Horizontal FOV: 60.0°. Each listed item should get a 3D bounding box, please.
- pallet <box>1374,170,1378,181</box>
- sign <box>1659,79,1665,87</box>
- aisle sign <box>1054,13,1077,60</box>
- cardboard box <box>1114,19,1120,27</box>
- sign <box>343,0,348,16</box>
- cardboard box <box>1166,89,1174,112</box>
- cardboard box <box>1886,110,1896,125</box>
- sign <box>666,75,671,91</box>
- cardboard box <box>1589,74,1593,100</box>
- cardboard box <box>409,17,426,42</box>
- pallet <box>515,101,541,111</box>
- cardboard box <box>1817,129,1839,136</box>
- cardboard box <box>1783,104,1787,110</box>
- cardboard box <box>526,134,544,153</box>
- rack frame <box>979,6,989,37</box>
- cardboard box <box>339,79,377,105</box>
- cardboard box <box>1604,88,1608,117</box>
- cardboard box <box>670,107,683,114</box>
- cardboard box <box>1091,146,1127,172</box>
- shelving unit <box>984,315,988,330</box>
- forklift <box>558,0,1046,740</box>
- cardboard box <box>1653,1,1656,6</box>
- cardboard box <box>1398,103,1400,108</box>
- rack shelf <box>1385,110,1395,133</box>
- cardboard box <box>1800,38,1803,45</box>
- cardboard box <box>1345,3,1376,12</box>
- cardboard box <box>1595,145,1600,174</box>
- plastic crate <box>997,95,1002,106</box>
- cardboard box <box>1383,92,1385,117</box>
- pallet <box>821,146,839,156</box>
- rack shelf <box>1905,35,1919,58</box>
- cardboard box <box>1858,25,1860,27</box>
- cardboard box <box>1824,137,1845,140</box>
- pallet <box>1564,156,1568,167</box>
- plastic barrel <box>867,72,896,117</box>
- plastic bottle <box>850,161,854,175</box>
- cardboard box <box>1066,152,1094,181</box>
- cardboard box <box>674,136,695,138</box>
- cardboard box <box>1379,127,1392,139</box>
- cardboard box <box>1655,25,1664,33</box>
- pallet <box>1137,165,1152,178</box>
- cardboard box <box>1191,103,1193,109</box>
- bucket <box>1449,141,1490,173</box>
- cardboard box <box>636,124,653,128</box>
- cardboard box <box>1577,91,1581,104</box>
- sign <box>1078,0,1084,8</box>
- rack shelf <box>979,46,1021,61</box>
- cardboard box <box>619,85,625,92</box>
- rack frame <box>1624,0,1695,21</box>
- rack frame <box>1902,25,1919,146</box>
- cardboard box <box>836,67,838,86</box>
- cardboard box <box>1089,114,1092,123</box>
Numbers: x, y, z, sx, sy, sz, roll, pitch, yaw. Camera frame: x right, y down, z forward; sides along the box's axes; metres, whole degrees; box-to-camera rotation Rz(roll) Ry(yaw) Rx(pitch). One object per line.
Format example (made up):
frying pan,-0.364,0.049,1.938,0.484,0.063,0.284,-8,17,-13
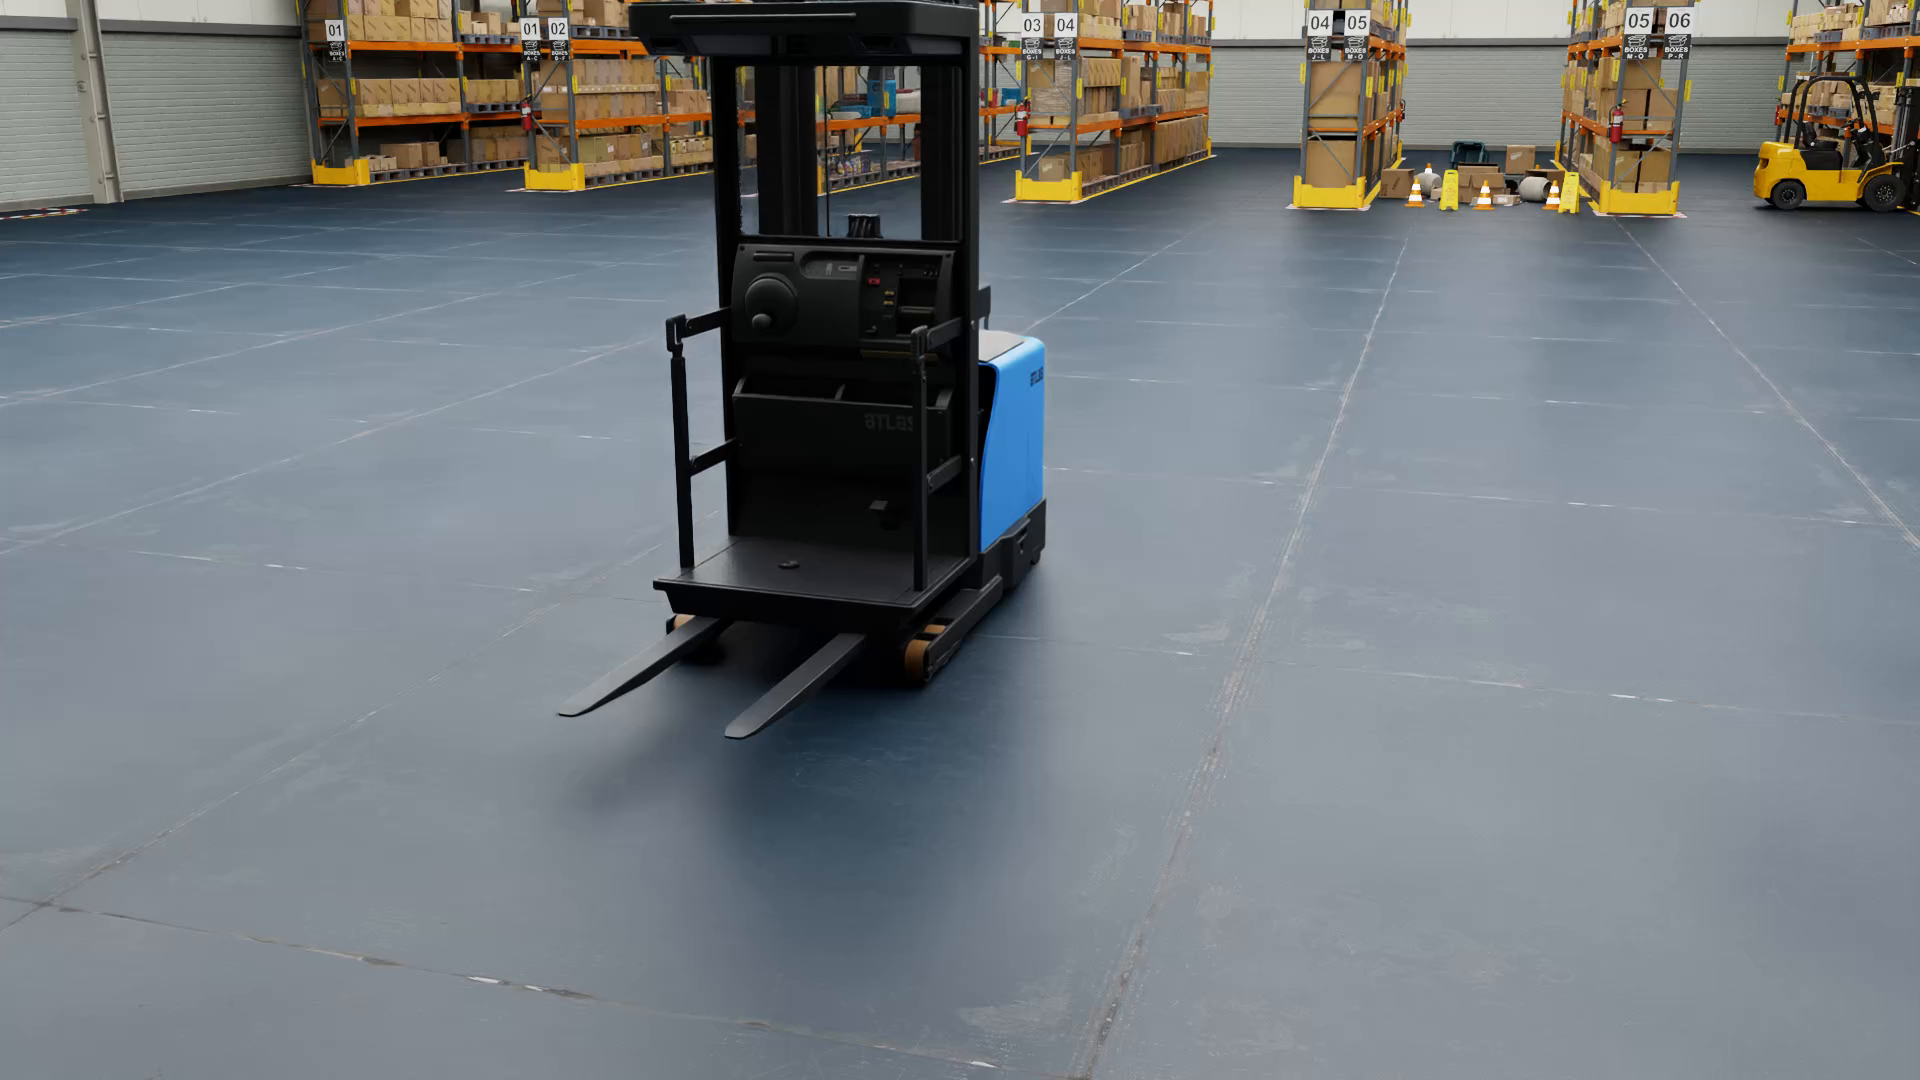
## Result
pallet,8.278,-7.702,35.097,1.003,0.211,1.213,5,16,16
sign,12.734,-8.216,30.214,0.100,0.325,0.005,5,16,16
aisle sign,1.844,-8.773,28.999,0.394,0.787,0.004,5,16,16
cardboard box,2.895,-10.064,32.361,0.380,0.149,0.250,5,17,18
sign,-12.153,-10.536,32.879,0.100,0.325,0.005,5,16,16
cardboard box,4.677,-10.209,38.643,0.500,0.500,0.500,5,16,16
cardboard box,16.864,-7.536,29.676,0.500,0.250,0.500,5,17,17
sign,-6.254,-9.790,35.615,0.100,0.325,0.005,5,16,16
cardboard box,12.858,-9.043,33.217,0.500,0.500,0.500,6,17,19
cardboard box,-11.720,-10.831,35.302,0.500,0.500,0.500,4,16,14
pallet,-10.500,-10.520,40.275,1.213,0.211,1.003,5,16,16
cardboard box,18.861,-8.859,36.142,0.380,0.149,0.250,4,16,13
cardboard box,20.026,-10.410,39.994,0.380,0.149,0.250,4,16,15
cardboard box,-10.555,-9.624,40.537,0.700,0.500,0.500,5,17,17
rack frame,0.235,-13.972,41.097,1.000,3.000,0.127,5,16,16
cardboard box,-12.250,-9.114,33.829,0.500,0.500,0.500,5,16,16
cardboard box,11.420,-7.540,28.689,0.500,0.500,0.500,5,17,17
cardboard box,-6.339,-9.473,36.690,0.380,0.149,0.250,5,16,16
cardboard box,3.059,-7.900,34.459,0.700,0.500,0.500,5,16,16
shelving unit,-0.004,-0.573,8.152,0.258,1.200,0.189,5,16,16
forklift,-0.537,-0.985,6.431,1.130,2.935,3.031,5,17,18
cardboard box,11.680,-8.836,27.488,0.380,0.149,0.250,5,16,16
cardboard box,11.026,-11.109,42.458,0.380,0.149,0.250,5,16,16
rack shelf,9.142,-9.421,37.366,1.077,0.370,4.000,5,16,16
cardboard box,19.540,-11.459,38.195,0.380,0.149,0.250,5,16,16
cardboard box,6.827,-9.154,28.387,0.500,0.250,0.500,4,16,15
cardboard box,11.645,-6.806,29.721,0.500,0.500,0.500,5,17,18
plastic crate,0.846,-11.443,43.282,0.437,0.282,0.530,5,16,16
cardboard box,8.418,-8.892,33.999,0.500,0.500,0.500,4,16,15
pallet,-3.972,-10.629,45.416,1.003,0.211,1.213,5,16,16
rack shelf,16.404,-8.030,26.964,1.077,0.370,4.000,5,16,16
cardboard box,18.071,-10.243,32.992,0.380,0.149,0.250,4,16,15
cardboard box,18.650,-8.506,35.442,0.380,0.149,0.250,5,16,16
pallet,15.121,-9.105,40.042,1.003,0.211,1.213,5,16,16
plastic barrel,-1.638,-9.311,34.742,0.600,0.901,0.708,5,16,16
plastic bottle,-2.178,-7.464,33.342,0.097,0.271,0.097,0,16,0
cardboard box,2.302,-7.187,31.984,0.500,0.500,0.500,3,16,11
cardboard box,-6.368,-9.188,38.466,0.500,0.311,0.500,4,16,14
cardboard box,9.741,-9.436,38.538,0.500,0.250,0.500,4,16,14
cardboard box,11.470,-8.253,26.892,0.380,0.149,0.250,4,16,14
pallet,3.624,-8.109,36.532,1.003,0.211,1.213,5,16,16
cardboard box,5.609,-10.839,41.506,0.380,0.149,0.250,4,16,14
bucket,9.609,-7.139,31.217,0.726,0.611,0.620,11,9,35
cardboard box,-8.680,-11.429,45.747,0.380,0.149,0.250,5,17,18
cardboard box,13.511,-9.471,35.583,0.500,0.250,0.500,4,16,14
sign,2.094,-9.384,28.816,0.100,0.325,0.005,5,16,16
rack shelf,0.804,-12.706,43.449,1.077,0.370,4.000,5,16,16
cardboard box,-7.093,-9.248,34.066,0.380,0.149,0.250,5,17,18
rack frame,11.075,-9.680,25.965,1.000,3.000,0.127,5,16,16
rack frame,16.972,-7.456,29.120,1.000,3.000,0.127,5,16,16
cardboard box,-3.525,-12.640,45.381,0.500,0.500,0.500,5,17,17
cardboard box,2.232,-7.825,30.880,0.380,0.149,0.250,5,16,16
